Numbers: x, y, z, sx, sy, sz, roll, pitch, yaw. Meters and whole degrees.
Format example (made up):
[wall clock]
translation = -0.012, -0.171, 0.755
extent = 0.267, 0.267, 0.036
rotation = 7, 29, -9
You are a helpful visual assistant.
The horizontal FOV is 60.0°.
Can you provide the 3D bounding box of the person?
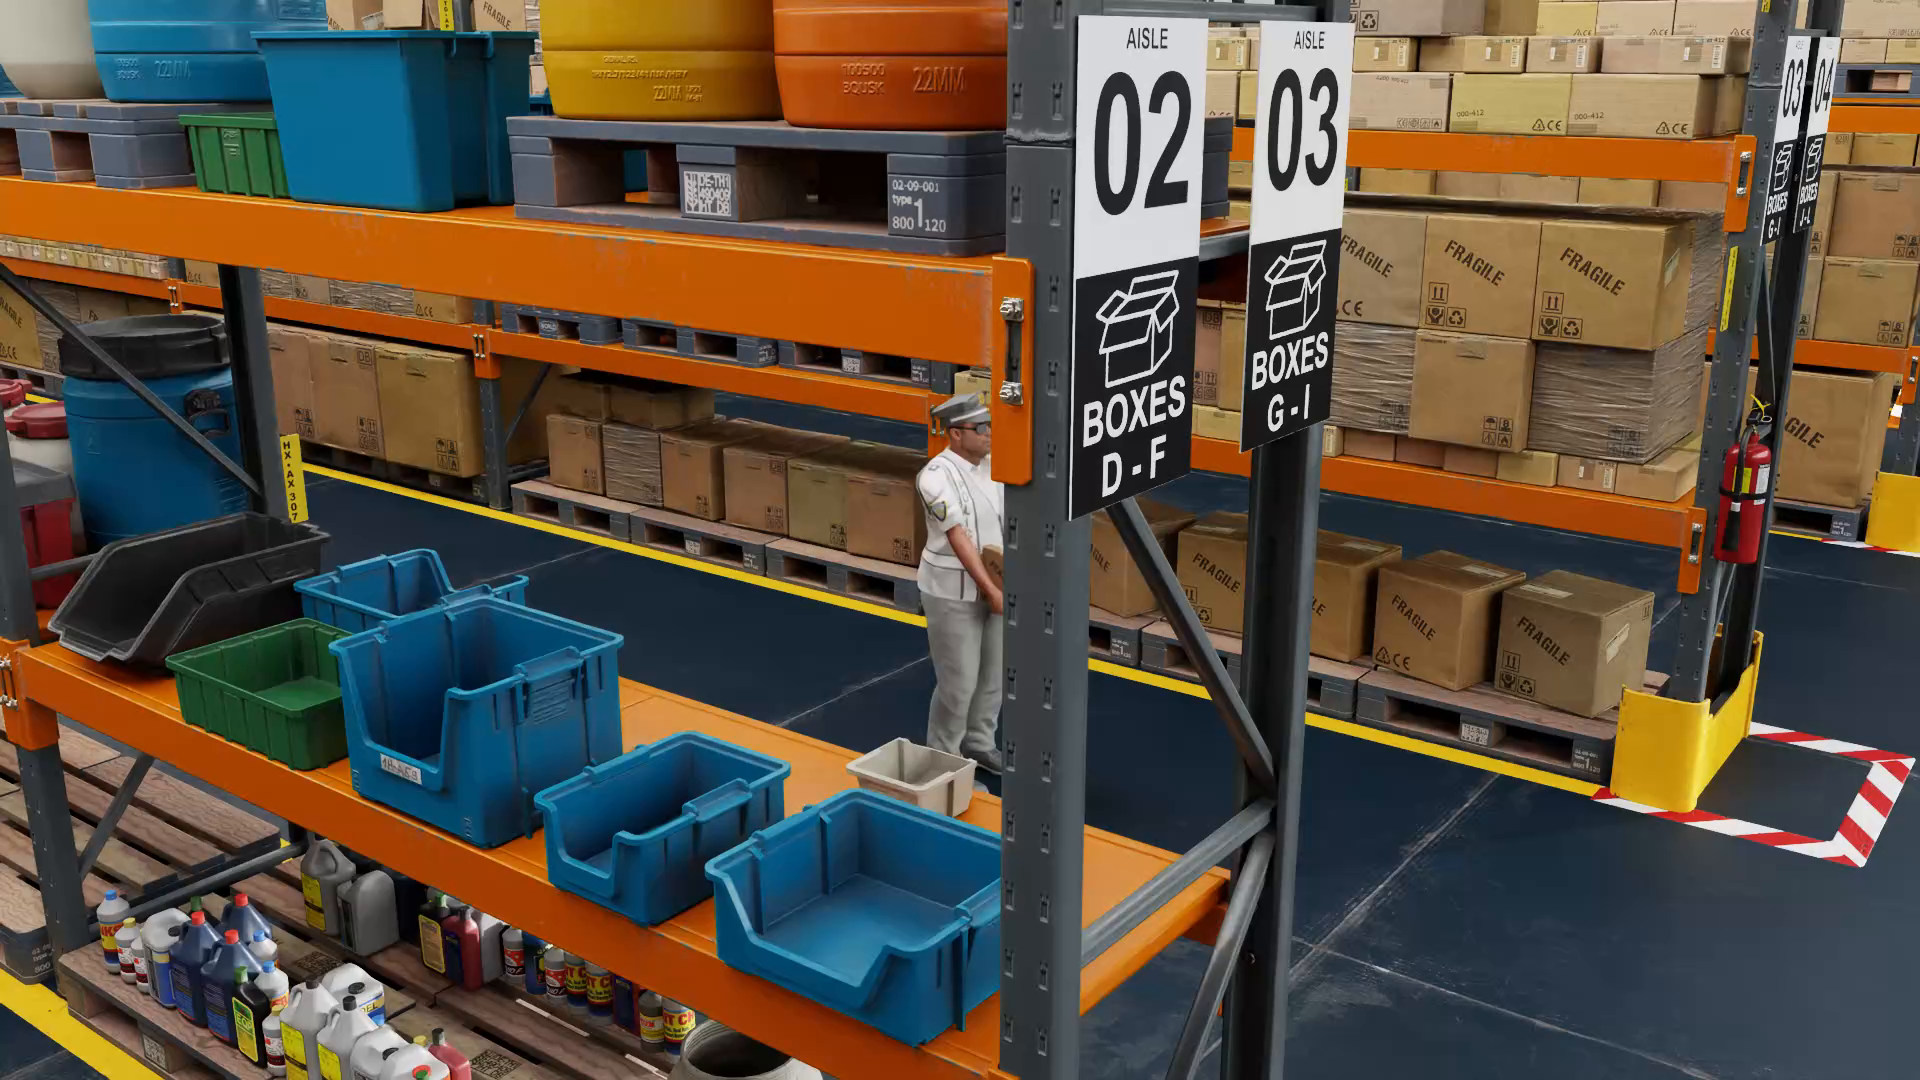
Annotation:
[person]
translation = 0.116, 0.231, 7.215
extent = 0.553, 1.771, 0.491
rotation = 12, 20, 35
